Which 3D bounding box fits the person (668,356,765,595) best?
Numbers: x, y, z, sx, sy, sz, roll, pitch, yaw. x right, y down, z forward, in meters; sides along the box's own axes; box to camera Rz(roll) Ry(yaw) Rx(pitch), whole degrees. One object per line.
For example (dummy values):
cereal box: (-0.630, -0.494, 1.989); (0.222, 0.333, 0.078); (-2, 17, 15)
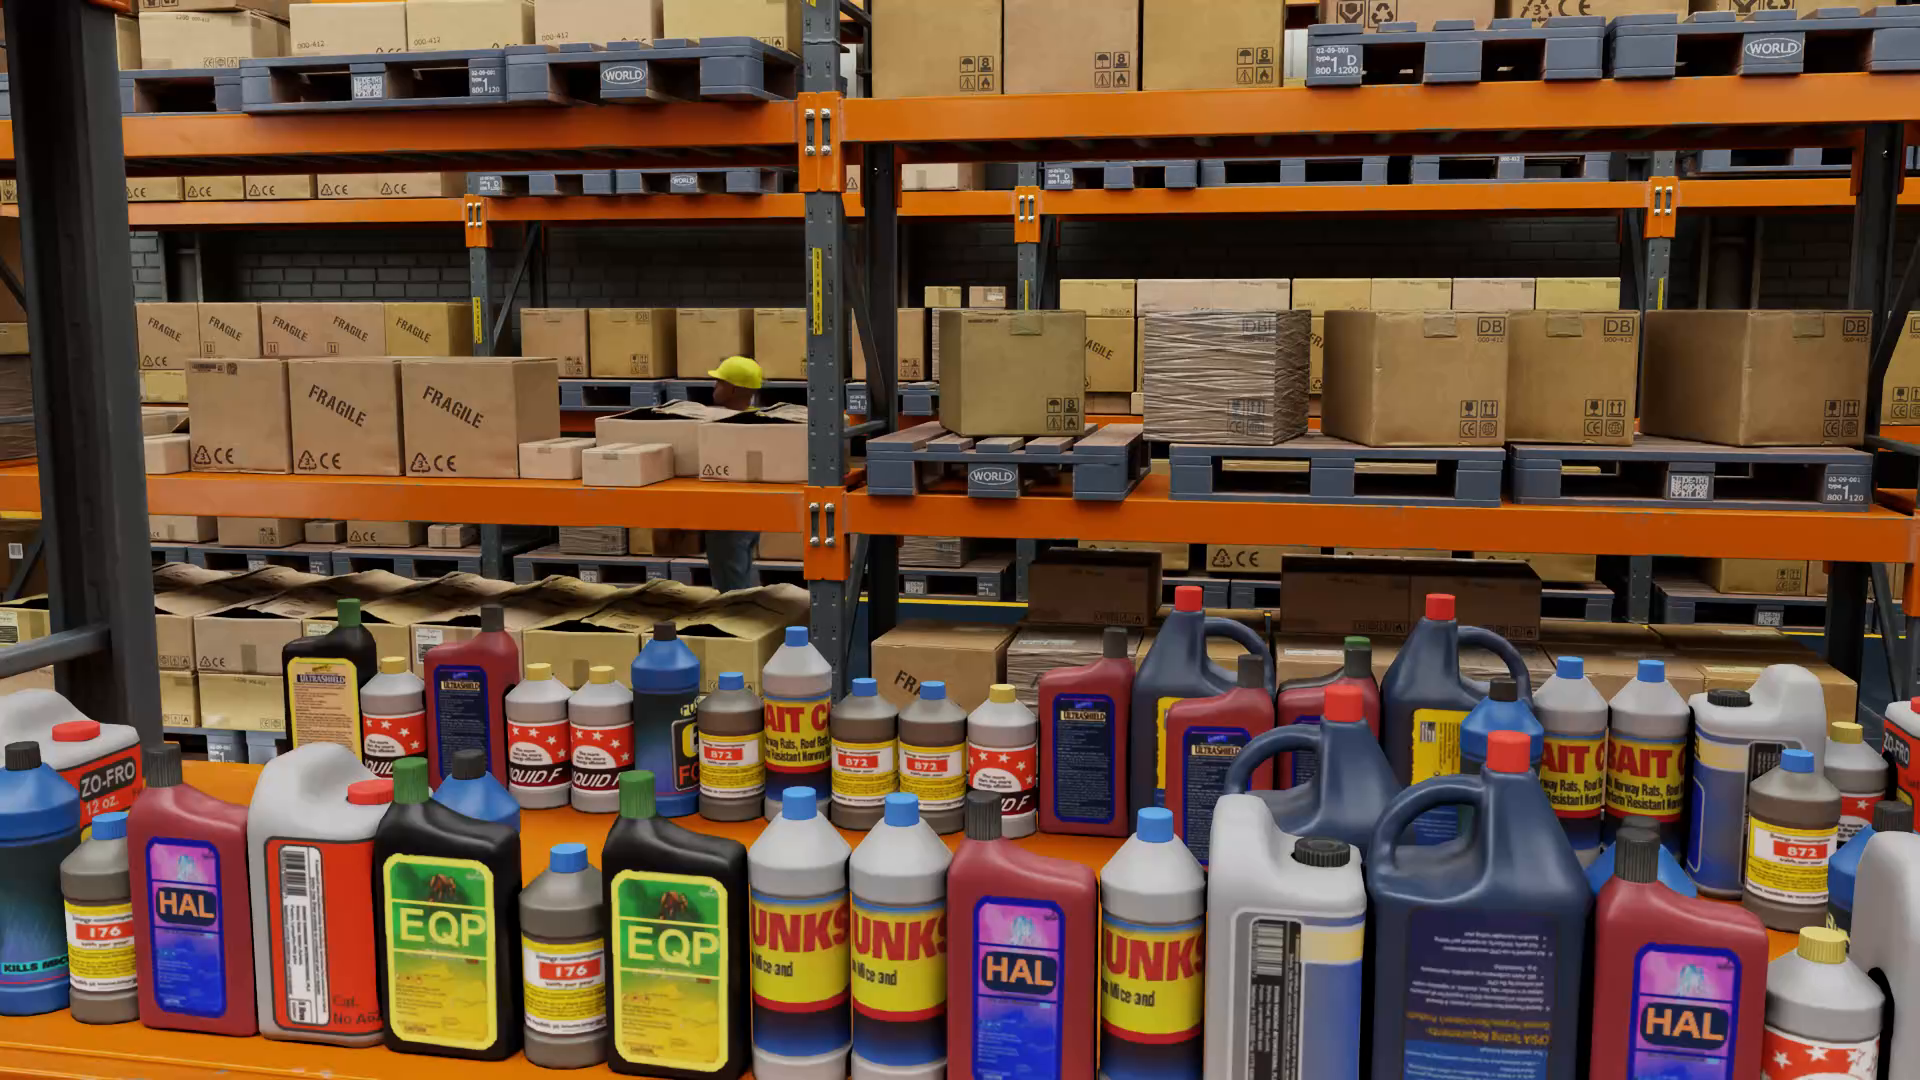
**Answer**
person: (-1.261, -0.081, 8.763); (0.528, 1.771, 0.558); (2, 8, 11)
